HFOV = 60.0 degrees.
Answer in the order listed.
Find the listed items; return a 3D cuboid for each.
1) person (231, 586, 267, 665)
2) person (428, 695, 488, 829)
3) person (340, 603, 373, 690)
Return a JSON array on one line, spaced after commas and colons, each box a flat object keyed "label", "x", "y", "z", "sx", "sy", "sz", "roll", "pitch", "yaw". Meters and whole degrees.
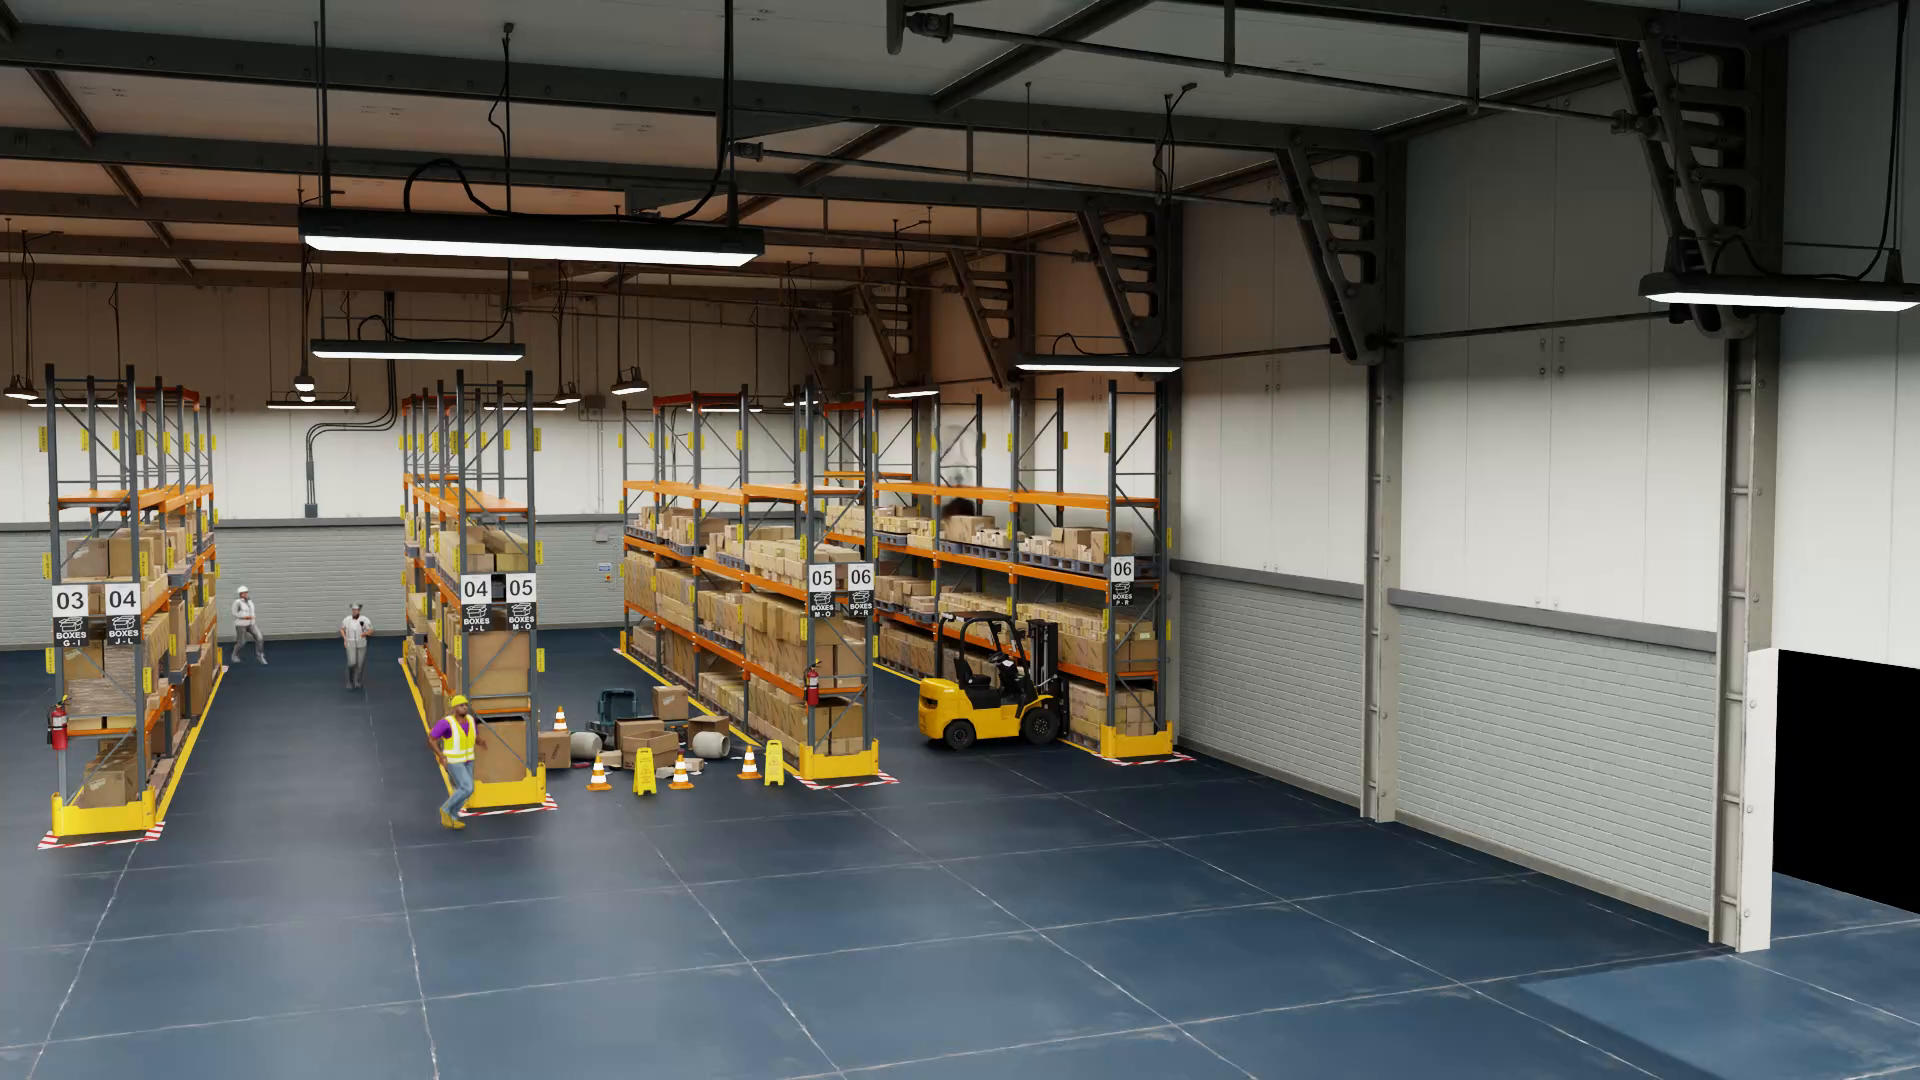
[{"label": "person", "x": -16.114, "y": 1.936, "z": 37.496, "sx": 0.825, "sy": 1.809, "sz": 0.659, "roll": 2, "pitch": 4, "yaw": 26}, {"label": "person", "x": -6.432, "y": 2.869, "z": 21.530, "sx": 0.607, "sy": 1.728, "sz": 0.677, "roll": 2, "pitch": 4, "yaw": 28}, {"label": "person", "x": -12.224, "y": 2.163, "z": 33.709, "sx": 0.633, "sy": 1.798, "sz": 0.691, "roll": -1, "pitch": 4, "yaw": -20}]
